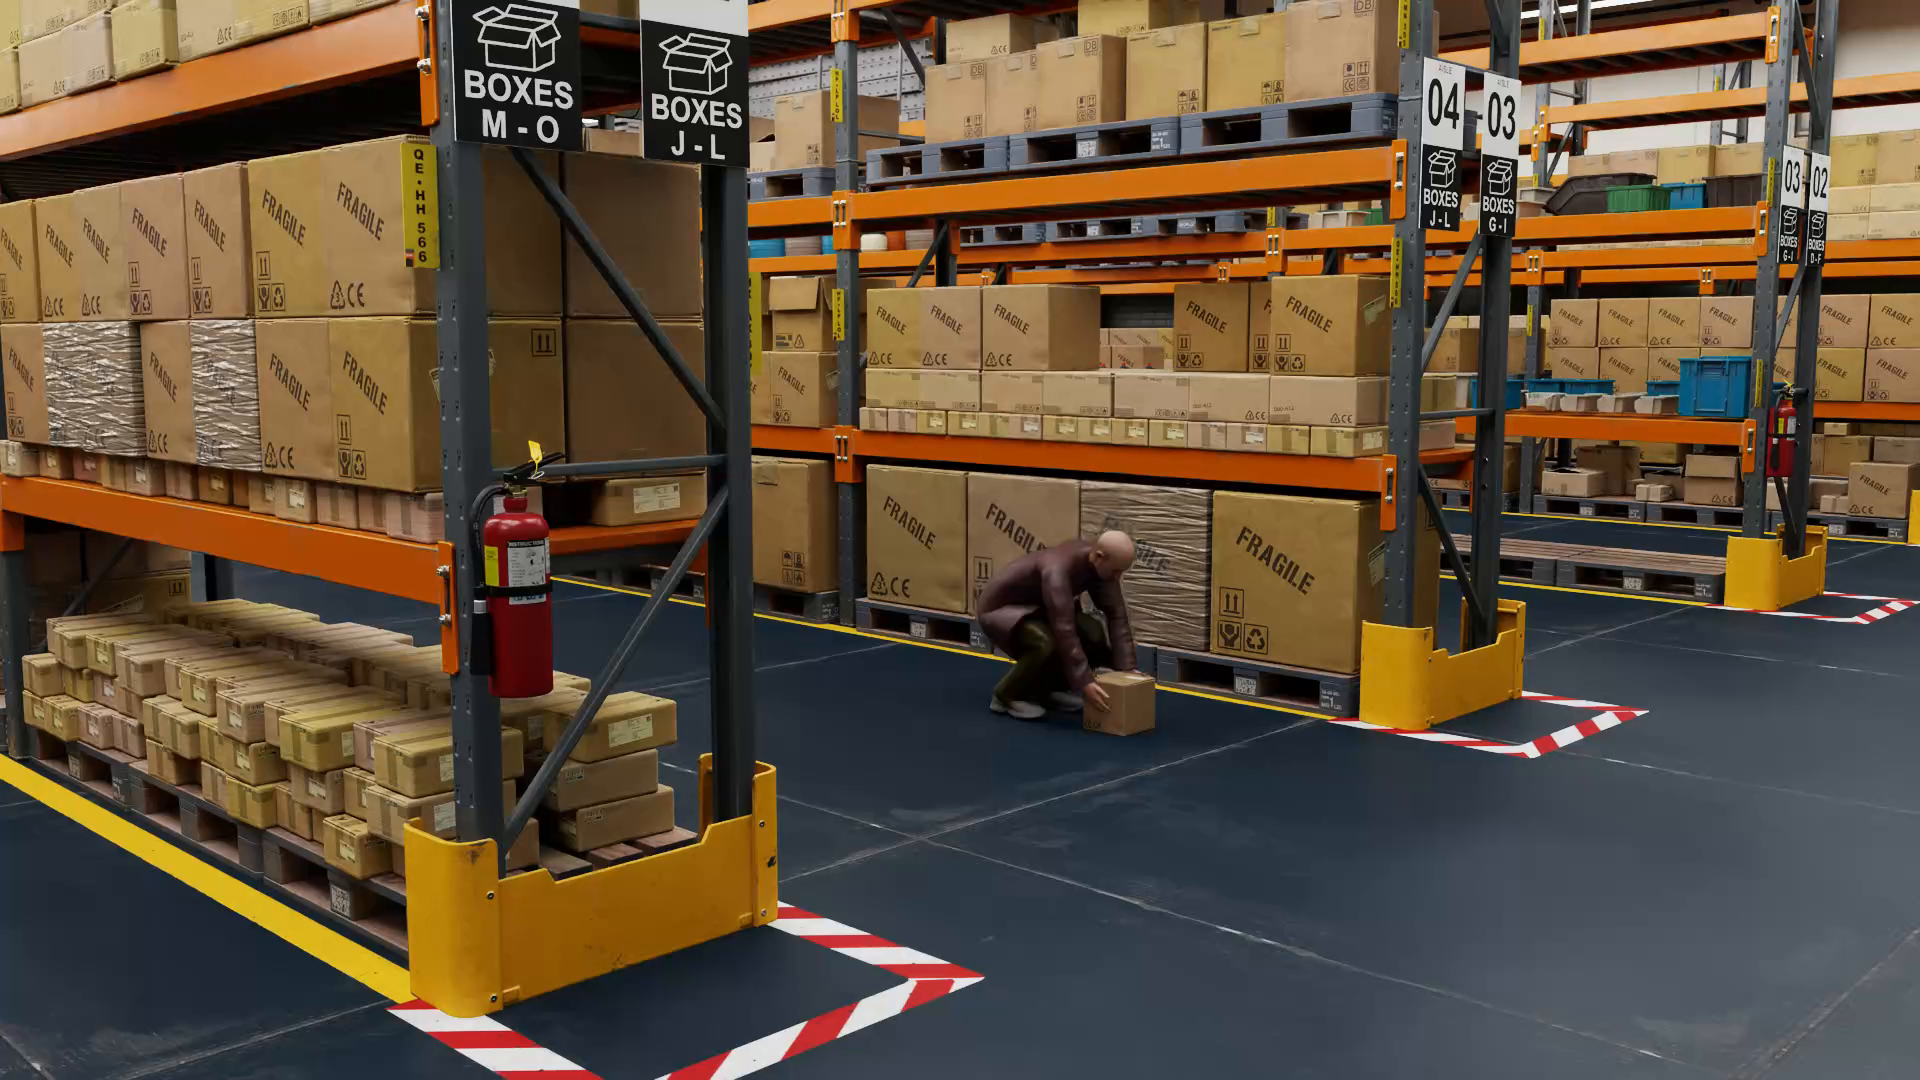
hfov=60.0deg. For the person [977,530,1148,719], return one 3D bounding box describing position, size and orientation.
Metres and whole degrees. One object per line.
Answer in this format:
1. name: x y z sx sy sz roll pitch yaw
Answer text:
1. person: 0.499 0.421 8.328 0.913 0.939 0.609 7 9 43
